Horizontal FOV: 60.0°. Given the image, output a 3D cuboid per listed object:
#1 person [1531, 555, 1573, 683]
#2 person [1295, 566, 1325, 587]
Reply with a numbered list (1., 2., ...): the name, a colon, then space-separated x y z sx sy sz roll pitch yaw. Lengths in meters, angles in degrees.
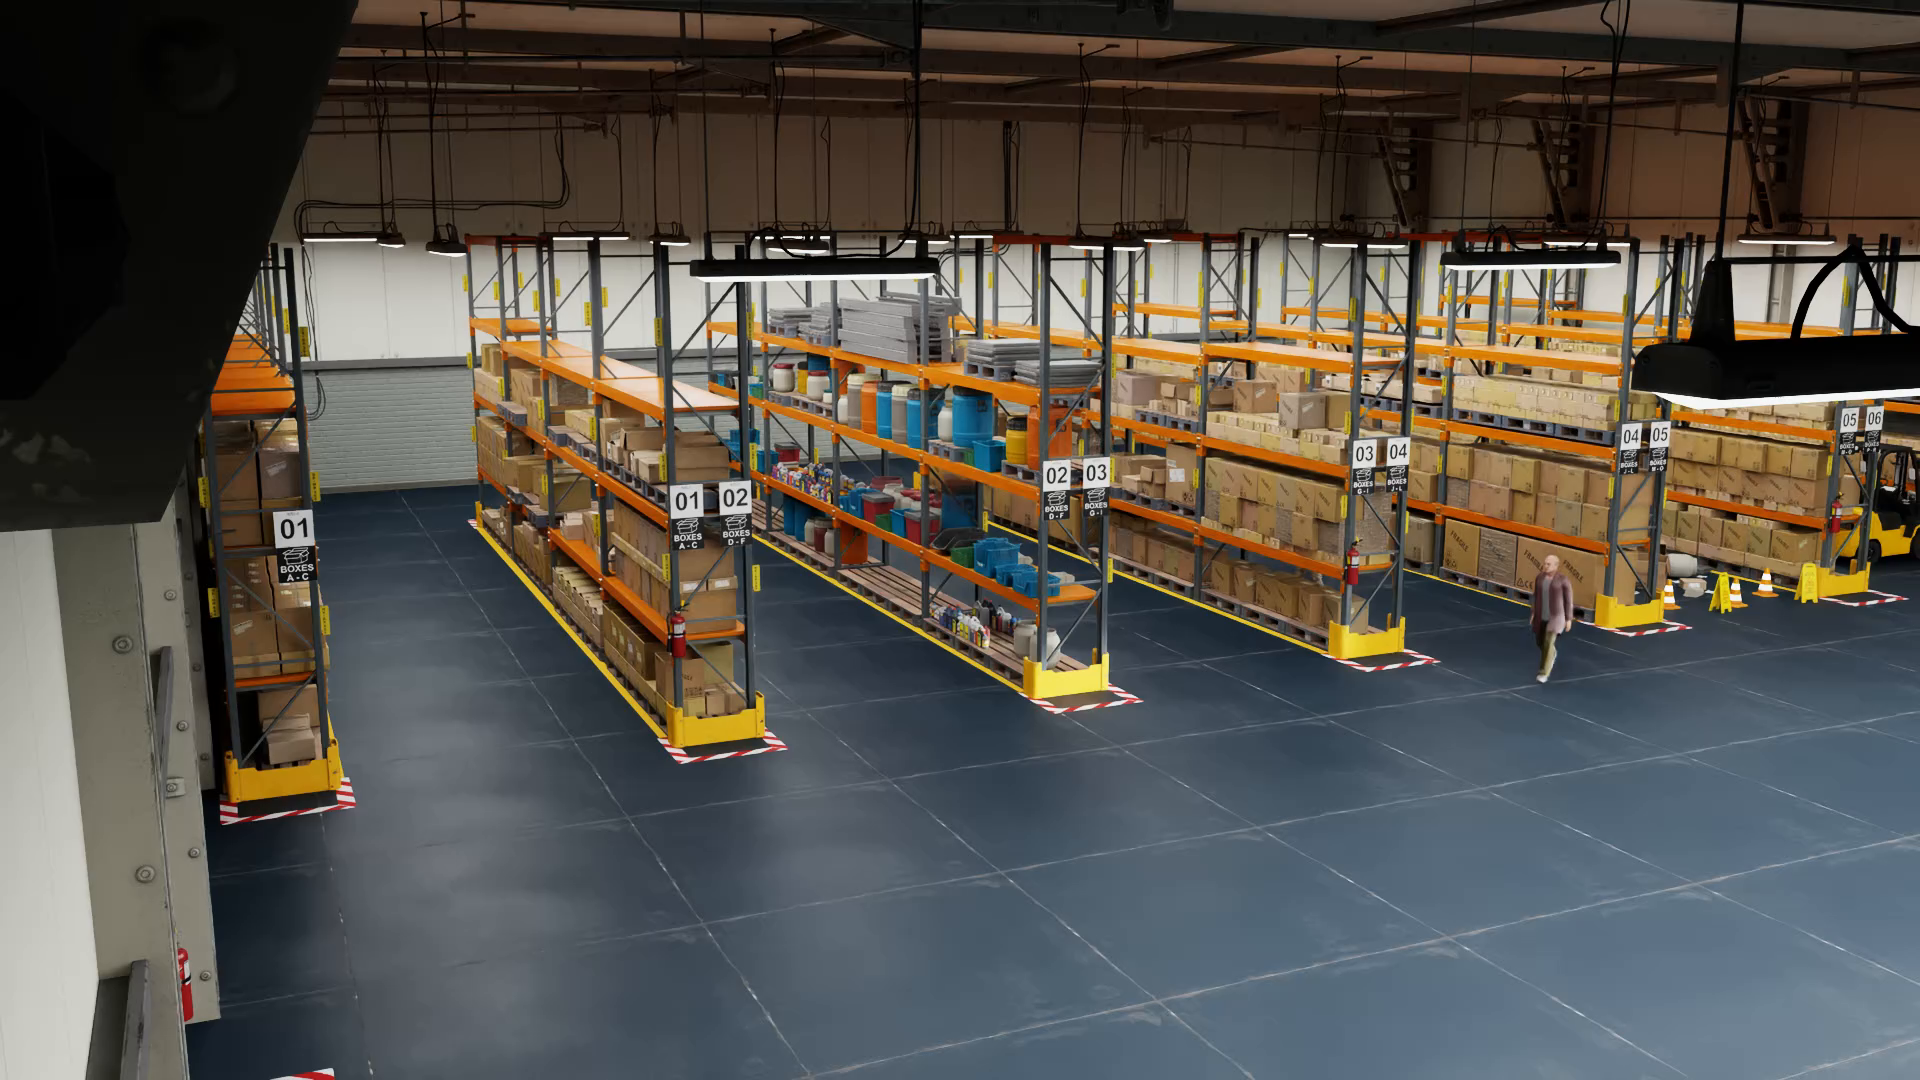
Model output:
1. person: 8.218 1.055 23.067 0.580 1.737 1.078 9 14 38
2. person: 6.115 -0.003 28.623 0.554 1.669 1.046 -7 13 -31
